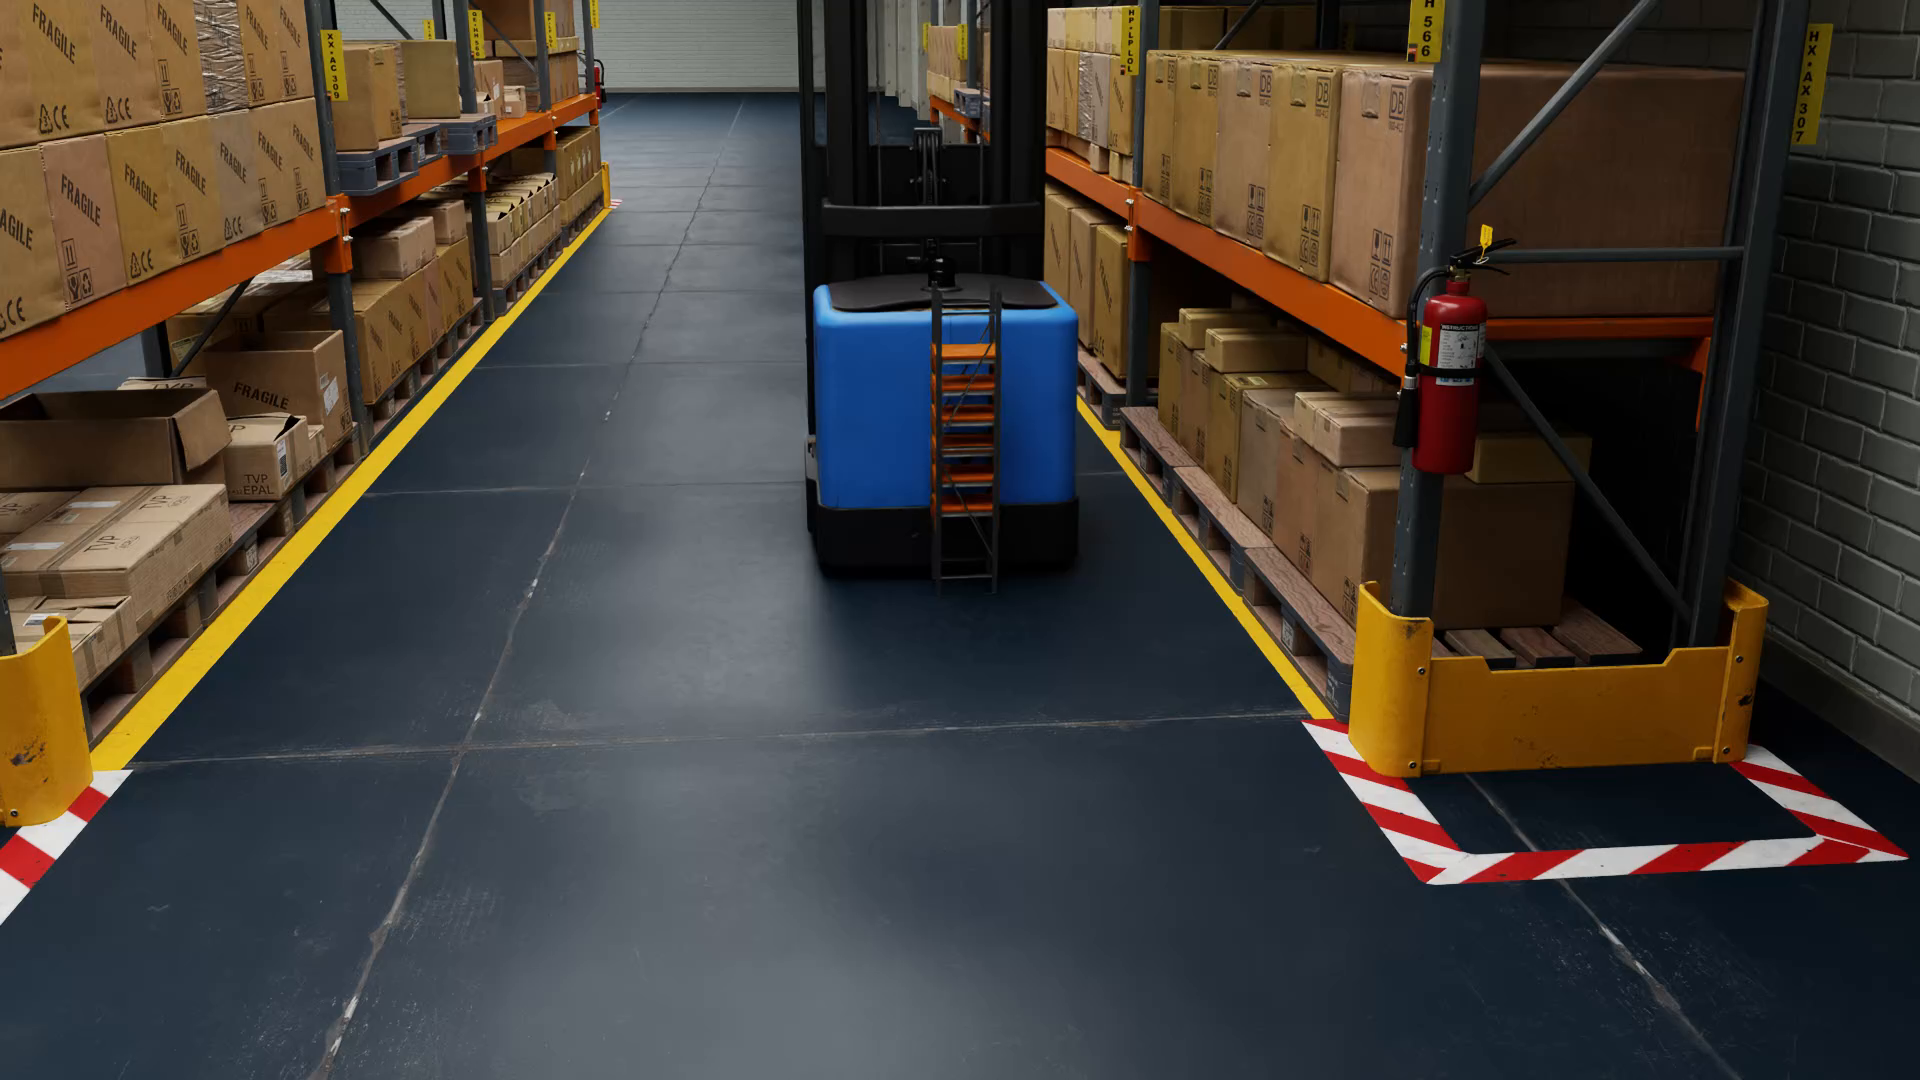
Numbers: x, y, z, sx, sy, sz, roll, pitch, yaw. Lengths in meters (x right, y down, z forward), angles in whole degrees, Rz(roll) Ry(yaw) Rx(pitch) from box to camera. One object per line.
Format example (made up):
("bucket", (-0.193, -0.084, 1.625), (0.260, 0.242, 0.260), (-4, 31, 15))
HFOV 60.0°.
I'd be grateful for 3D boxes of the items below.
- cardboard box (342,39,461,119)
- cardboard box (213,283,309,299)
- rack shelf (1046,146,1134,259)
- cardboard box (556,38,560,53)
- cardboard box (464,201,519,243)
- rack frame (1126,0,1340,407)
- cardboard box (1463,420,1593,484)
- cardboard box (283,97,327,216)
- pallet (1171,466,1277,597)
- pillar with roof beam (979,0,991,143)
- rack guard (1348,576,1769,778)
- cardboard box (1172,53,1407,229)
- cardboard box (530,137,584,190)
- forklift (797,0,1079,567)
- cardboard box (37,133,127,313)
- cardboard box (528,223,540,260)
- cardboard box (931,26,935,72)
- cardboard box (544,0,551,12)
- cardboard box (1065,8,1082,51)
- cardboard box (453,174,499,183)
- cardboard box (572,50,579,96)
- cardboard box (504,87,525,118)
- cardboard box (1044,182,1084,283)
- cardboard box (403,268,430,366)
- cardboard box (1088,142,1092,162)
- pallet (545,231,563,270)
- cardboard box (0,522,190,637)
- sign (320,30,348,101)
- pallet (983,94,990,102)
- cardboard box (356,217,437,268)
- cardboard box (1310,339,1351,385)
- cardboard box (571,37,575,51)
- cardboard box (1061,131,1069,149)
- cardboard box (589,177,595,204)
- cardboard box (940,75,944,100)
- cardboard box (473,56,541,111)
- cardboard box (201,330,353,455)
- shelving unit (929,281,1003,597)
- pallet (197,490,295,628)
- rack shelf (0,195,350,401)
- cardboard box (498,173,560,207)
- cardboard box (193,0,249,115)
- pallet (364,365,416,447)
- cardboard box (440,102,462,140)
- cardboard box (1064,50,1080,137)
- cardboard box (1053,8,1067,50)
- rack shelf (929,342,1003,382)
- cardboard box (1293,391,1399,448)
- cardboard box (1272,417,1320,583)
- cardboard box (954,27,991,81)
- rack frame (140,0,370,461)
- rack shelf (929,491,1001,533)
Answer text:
("cardboard box", (-3.771, -3.093, 11.154), (0.700, 0.500, 0.500), (-8, 19, -24))
("cardboard box", (-3.914, -1.141, 9.241), (0.500, 0.500, 0.500), (-2, 18, -5))
("rack shelf", (1.185, -2.244, 10.519), (1.077, 0.370, 4.000), (-2, 18, -6))
("cardboard box", (-4.359, -5.126, 17.246), (0.380, 0.149, 0.250), (-2, 18, -6))
("cardboard box", (-3.773, -2.507, 13.107), (0.500, 0.311, 0.500), (-2, 18, -7))
("rack frame", (1.391, -1.992, 8.514), (1.000, 3.000, 0.127), (-2, 18, -6))
("cardboard box", (1.844, -0.292, 5.488), (0.380, 0.149, 0.250), (-2, 18, -5))
("cardboard box", (-3.229, -1.744, 7.559), (0.500, 0.500, 0.500), (-1, 17, -5))
("pallet", (1.521, -0.068, 7.042), (1.003, 0.211, 1.213), (-2, 18, -6))
("pillar with roof beam", (-3.815, -9.902, 23.694), (9.100, 9.000, 0.400), (-2, 18, -6))
("rack guard", (1.806, 0.400, 5.069), (1.175, 0.500, 0.348), (-2, 18, -6))
("cardboard box", (1.501, -1.755, 7.259), (0.980, 0.700, 0.700), (-2, 18, -7))
("cardboard box", (-4.201, -3.913, 17.271), (0.500, 0.500, 0.500), (-2, 18, -6))
("forklift", (-0.189, -1.685, 7.652), (1.130, 2.935, 3.031), (-2, 18, -6))
("cardboard box", (-2.965, -0.988, 5.148), (0.500, 0.500, 0.500), (-2, 18, -6))
("cardboard box", (-3.875, -2.540, 14.150), (0.500, 0.250, 0.500), (-1, 17, -5))
("cardboard box", (-0.055, -5.564, 18.856), (0.500, 0.500, 0.500), (-2, 18, -5))
("cardboard box", (-4.517, -5.320, 16.781), (0.700, 0.500, 0.500), (-2, 18, -6))
("cardboard box", (0.940, -3.136, 10.211), (0.500, 0.250, 0.500), (-2, 18, -7))
("cardboard box", (-4.566, -3.246, 15.463), (0.500, 0.311, 0.500), (-2, 18, -5))
("cardboard box", (-4.738, -5.321, 18.951), (0.700, 0.500, 0.500), (-2, 18, -6))
("cardboard box", (-4.087, -3.901, 14.818), (0.396, 0.266, 0.258), (-2, 18, -7))
("cardboard box", (0.924, -2.135, 11.858), (0.750, 0.750, 0.750), (-2, 18, -6))
("cardboard box", (-3.453, -1.314, 9.794), (0.500, 0.500, 0.500), (-2, 17, -5))
("cardboard box", (0.987, -2.353, 10.051), (0.380, 0.149, 0.250), (-2, 18, -7))
("pallet", (-4.246, -2.672, 15.337), (1.003, 0.211, 1.213), (-2, 18, -6))
("cardboard box", (-2.949, 0.136, 5.591), (0.500, 0.250, 0.500), (-2, 18, -6))
("sign", (-2.997, -2.270, 7.954), (0.100, 0.325, 0.005), (-2, 18, -6))
("pallet", (0.734, -3.681, 14.213), (1.003, 0.211, 1.213), (-2, 18, -6))
("cardboard box", (-3.499, -1.812, 10.127), (0.500, 0.250, 0.500), (-2, 18, -7))
("cardboard box", (1.686, -0.745, 6.931), (0.380, 0.149, 0.250), (-2, 18, -7))
("cardboard box", (-4.490, -5.508, 18.464), (0.380, 0.149, 0.250), (-2, 18, -6))
("cardboard box", (0.891, -2.740, 11.282), (0.380, 0.149, 0.250), (-2, 18, -6))
("cardboard box", (-4.307, -3.853, 18.332), (0.500, 0.250, 0.500), (-2, 18, -6))
("cardboard box", (0.052, -4.893, 17.971), (0.500, 0.250, 0.500), (-2, 18, -5))
("cardboard box", (-4.413, -4.401, 16.020), (0.700, 0.500, 0.500), (-2, 18, -7))
("cardboard box", (-3.195, -0.694, 7.818), (0.500, 0.500, 0.500), (-2, 18, -6))
("shelving unit", (0.019, -0.375, 6.354), (0.258, 1.200, 0.189), (-2, 21, -6))
("pallet", (-3.337, 0.062, 6.628), (1.003, 0.211, 1.213), (-2, 18, -6))
("rack shelf", (-3.329, -0.899, 6.232), (1.077, 0.370, 4.000), (-2, 18, -6))
("cardboard box", (-4.034, -3.265, 15.523), (0.500, 0.311, 0.500), (-2, 18, -6))
("cardboard box", (-3.119, -1.917, 6.439), (0.500, 0.500, 0.500), (-2, 18, -5))
("pallet", (-3.657, -0.748, 9.209), (1.003, 0.211, 1.213), (-2, 18, -6))
("cardboard box", (-3.942, -3.097, 12.181), (0.500, 0.311, 0.500), (-1, 17, -2))
("cardboard box", (0.930, -2.771, 10.299), (0.500, 0.500, 0.500), (-1, 17, -4))
("cardboard box", (0.881, -3.288, 10.695), (0.500, 0.250, 0.500), (-2, 18, -5))
("rack shelf", (0.022, -0.671, 6.242), (0.258, 0.103, 0.180), (-2, 21, -6))
("cardboard box", (1.410, -0.432, 5.933), (0.380, 0.149, 0.250), (-1, 17, -4))
("cardboard box", (1.580, -0.162, 6.158), (0.700, 0.500, 0.500), (-2, 18, -6))
("cardboard box", (0.210, -4.802, 16.431), (0.500, 0.500, 0.500), (-2, 18, -6))
("rack frame", (-3.536, -1.838, 8.023), (1.000, 3.000, 0.127), (-2, 18, -6))
("rack shelf", (0.018, -0.109, 6.454), (0.258, 0.103, 0.180), (-2, 21, -6))
